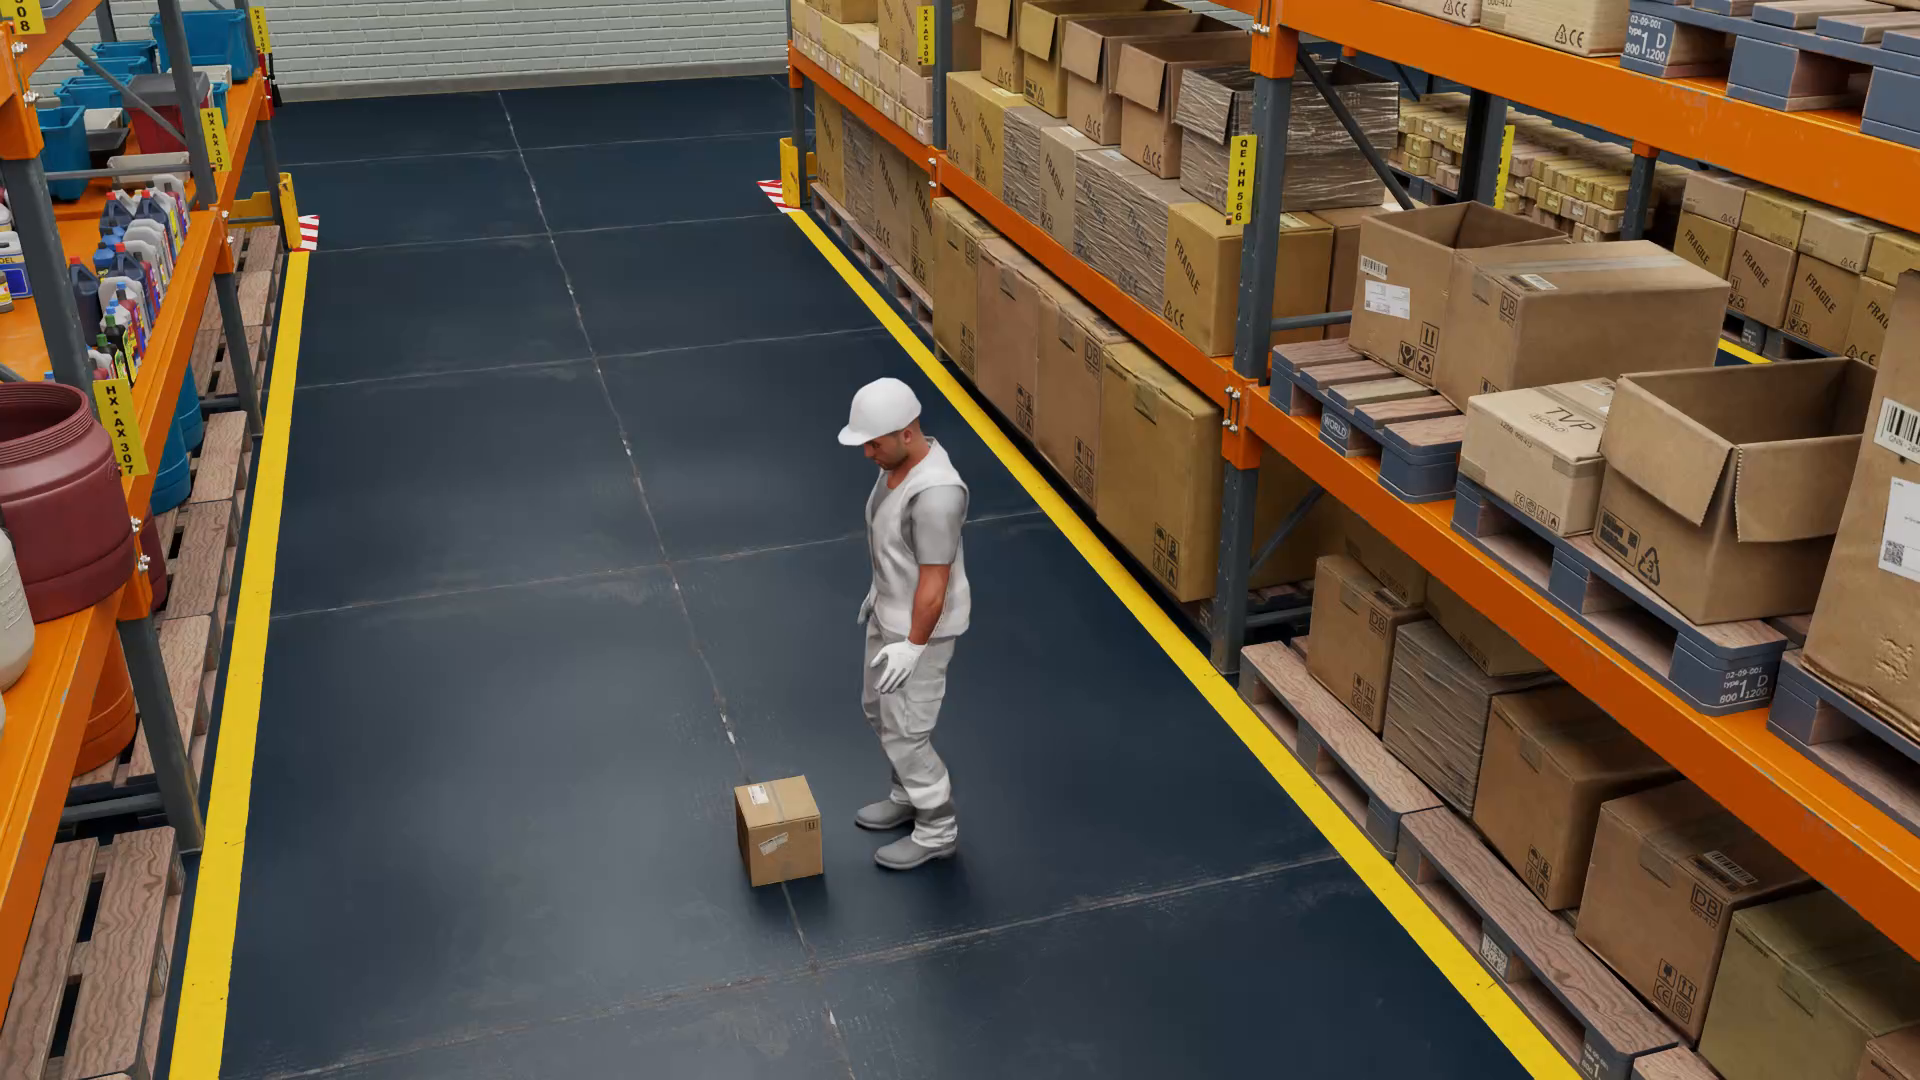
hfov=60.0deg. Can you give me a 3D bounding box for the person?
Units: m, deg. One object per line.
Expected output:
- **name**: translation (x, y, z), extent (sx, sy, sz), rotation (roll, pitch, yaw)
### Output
- **person**: translation (-0.180, 0.287, 5.538), extent (0.413, 1.758, 0.536), rotation (-7, 27, -15)
